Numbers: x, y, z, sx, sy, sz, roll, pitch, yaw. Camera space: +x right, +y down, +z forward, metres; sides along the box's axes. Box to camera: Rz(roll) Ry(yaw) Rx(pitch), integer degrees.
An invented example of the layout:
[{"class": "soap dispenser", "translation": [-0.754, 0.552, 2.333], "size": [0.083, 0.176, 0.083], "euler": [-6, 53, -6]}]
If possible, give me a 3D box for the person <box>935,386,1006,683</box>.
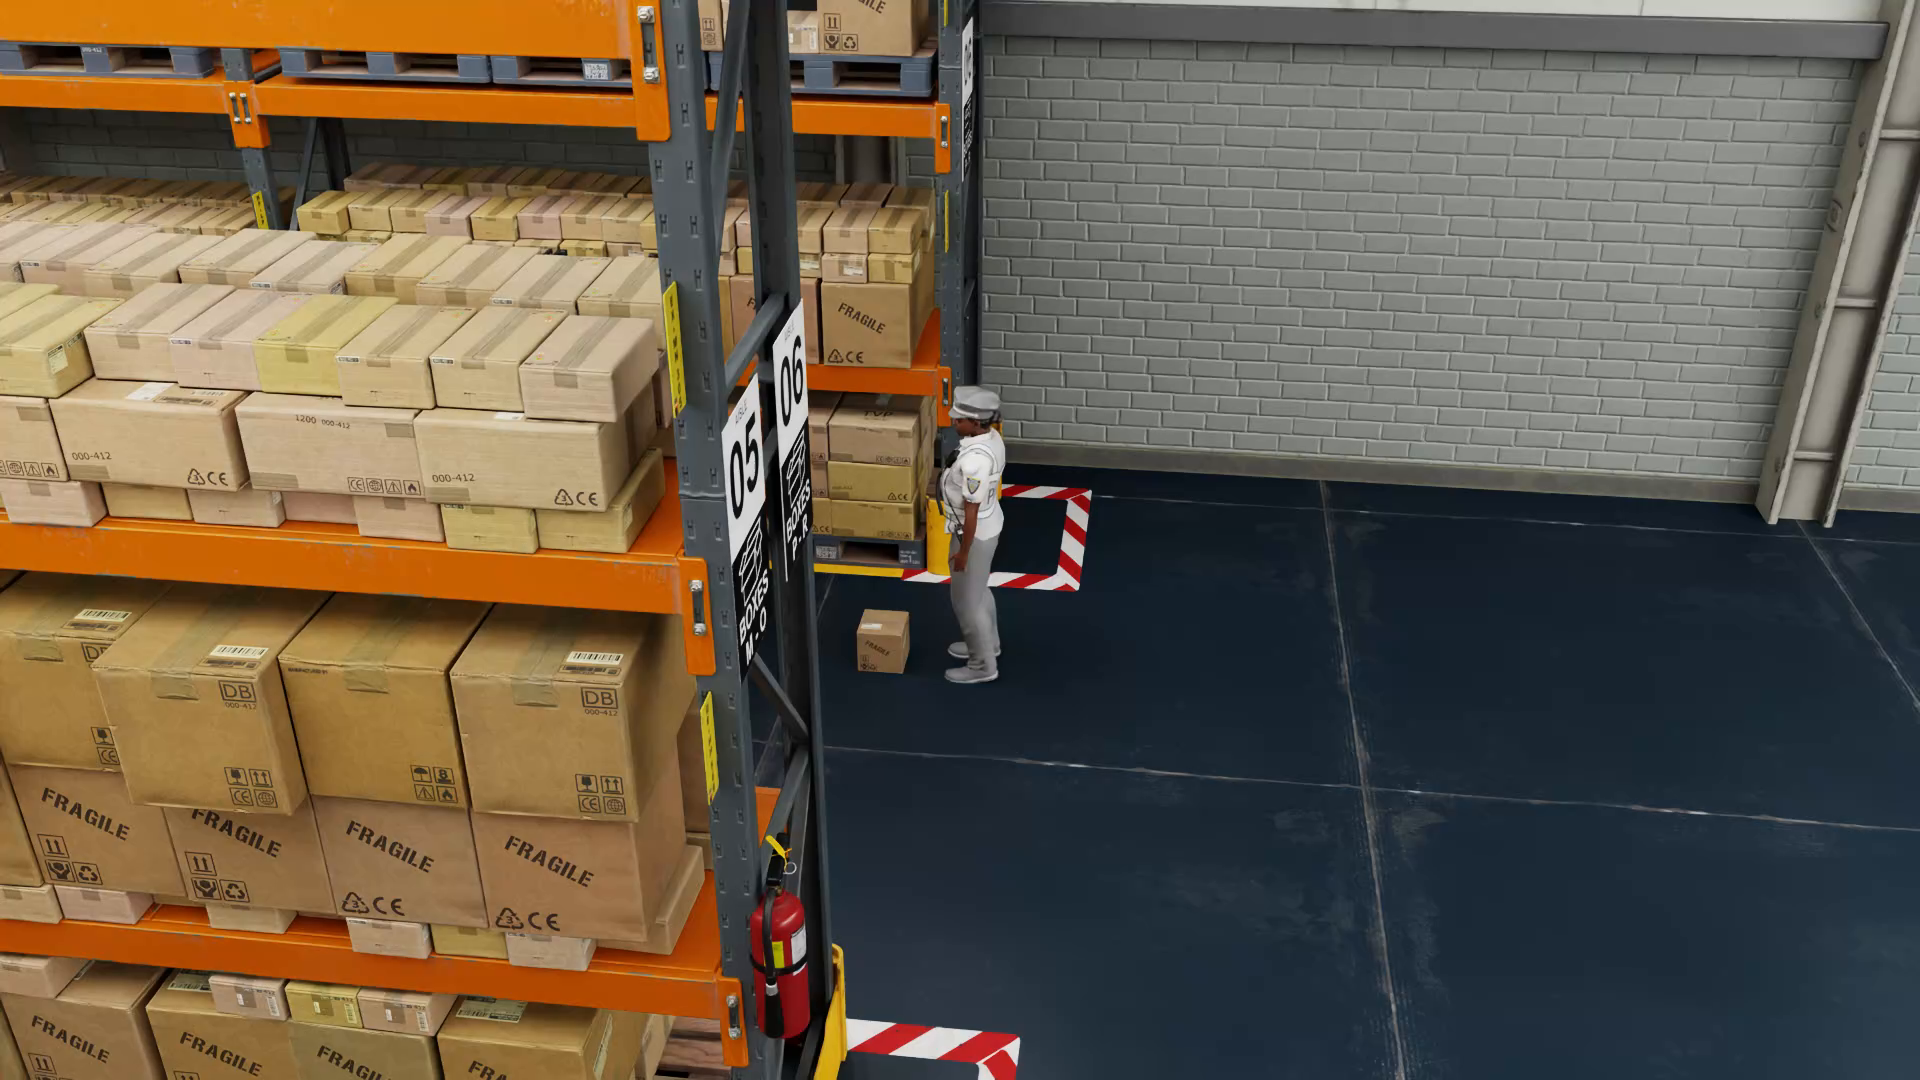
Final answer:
[{"class": "person", "translation": [0.059, -0.020, 8.775], "size": [0.341, 1.681, 0.437], "euler": [4, 29, 7]}]
